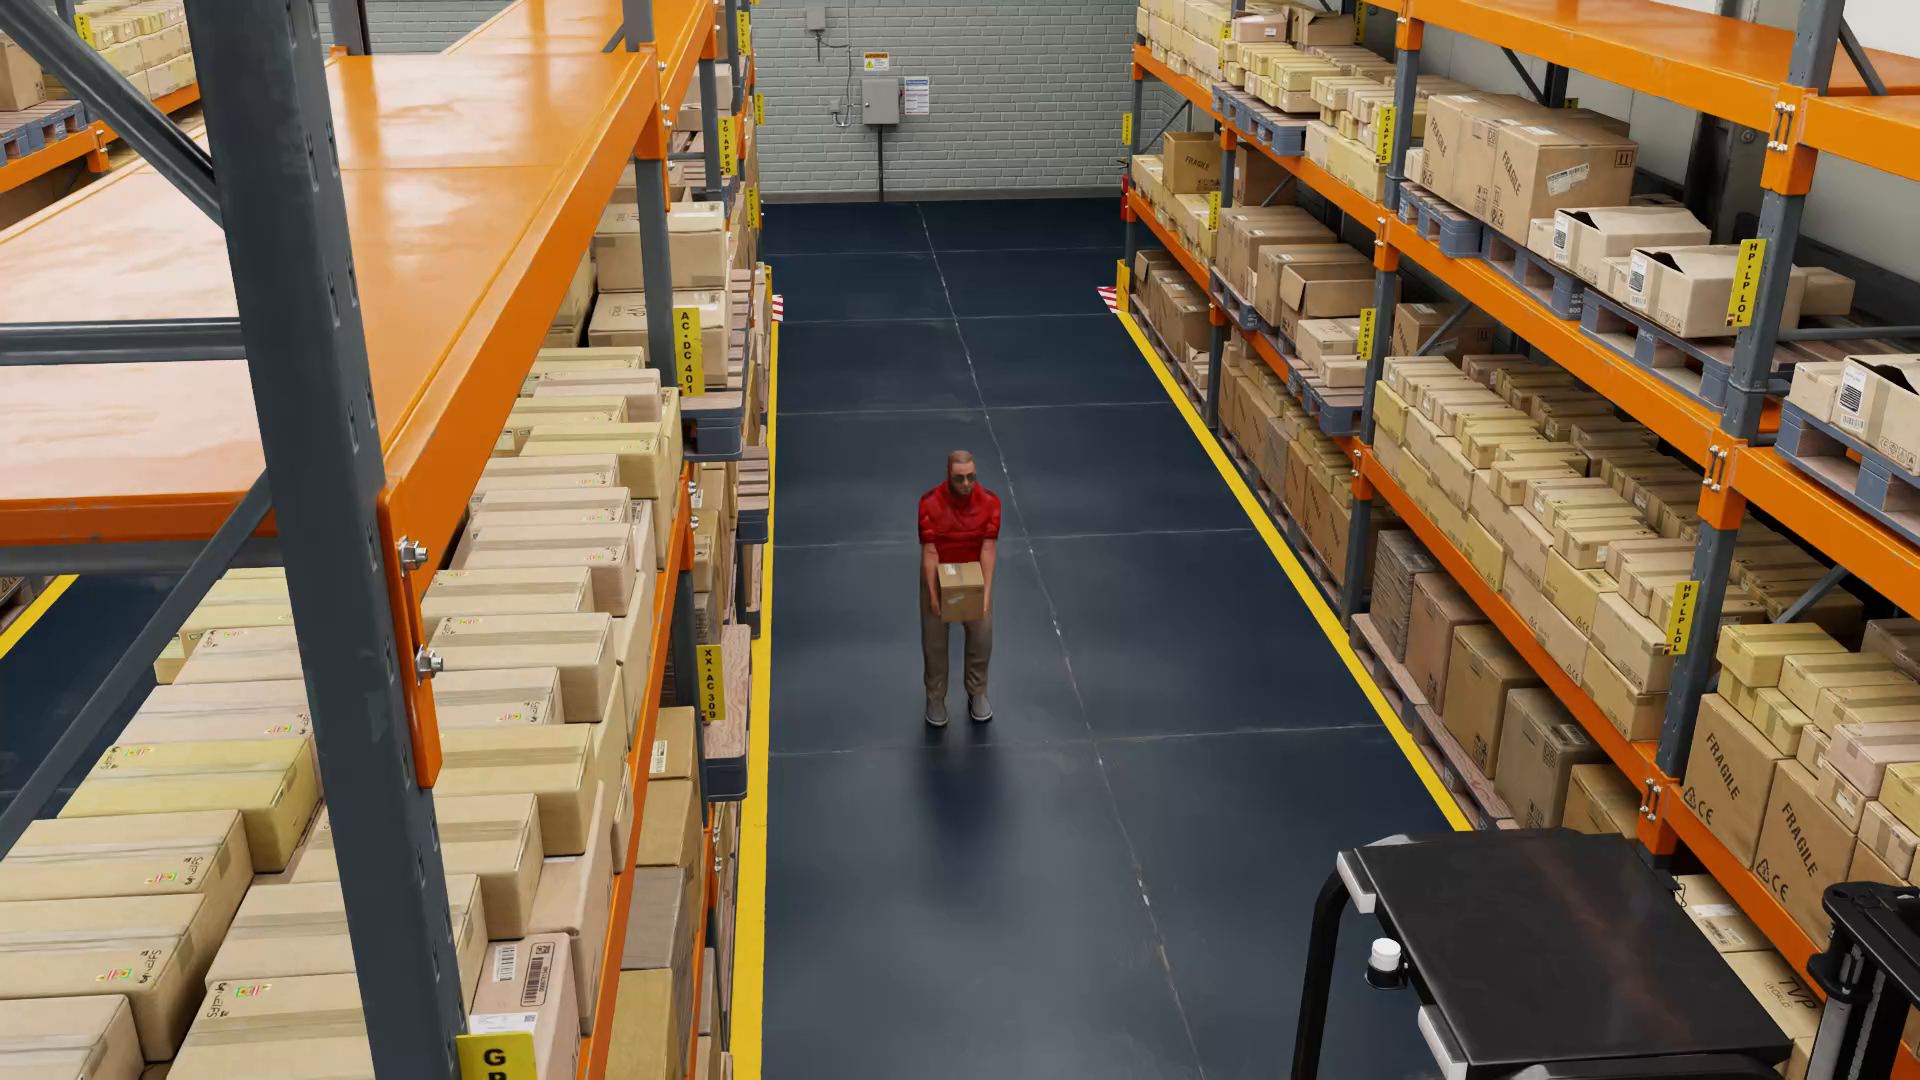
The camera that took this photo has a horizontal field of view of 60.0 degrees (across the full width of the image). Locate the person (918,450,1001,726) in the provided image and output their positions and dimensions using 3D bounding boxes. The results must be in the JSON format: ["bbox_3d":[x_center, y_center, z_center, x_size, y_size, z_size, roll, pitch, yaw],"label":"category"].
[{"bbox_3d":[0.000,0.282,9.728,0.483,1.714,0.537,-3,24,-6],"label":"person"}]
